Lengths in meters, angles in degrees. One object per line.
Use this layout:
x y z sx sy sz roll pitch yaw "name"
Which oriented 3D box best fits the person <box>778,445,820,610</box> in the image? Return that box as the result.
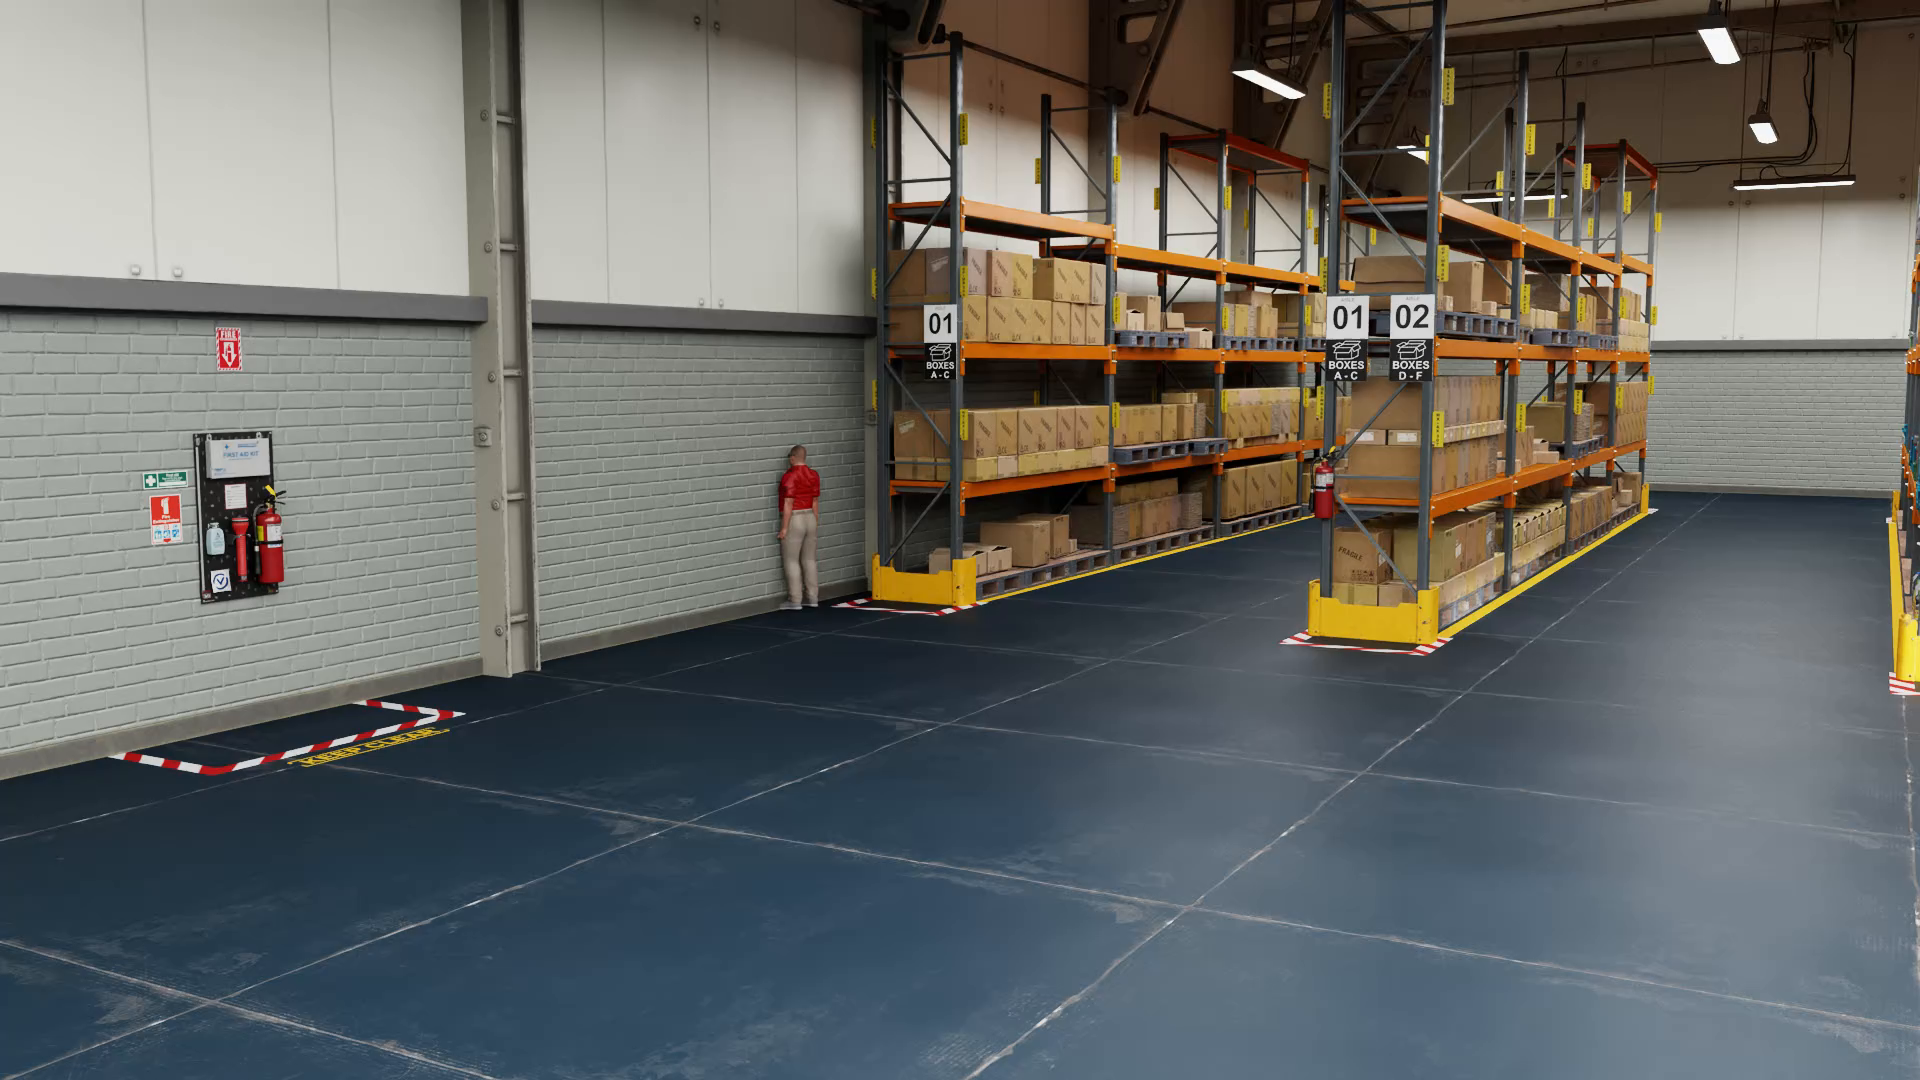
-1.718 -0.135 17.516 0.366 1.730 0.521 5 7 37 "person"
